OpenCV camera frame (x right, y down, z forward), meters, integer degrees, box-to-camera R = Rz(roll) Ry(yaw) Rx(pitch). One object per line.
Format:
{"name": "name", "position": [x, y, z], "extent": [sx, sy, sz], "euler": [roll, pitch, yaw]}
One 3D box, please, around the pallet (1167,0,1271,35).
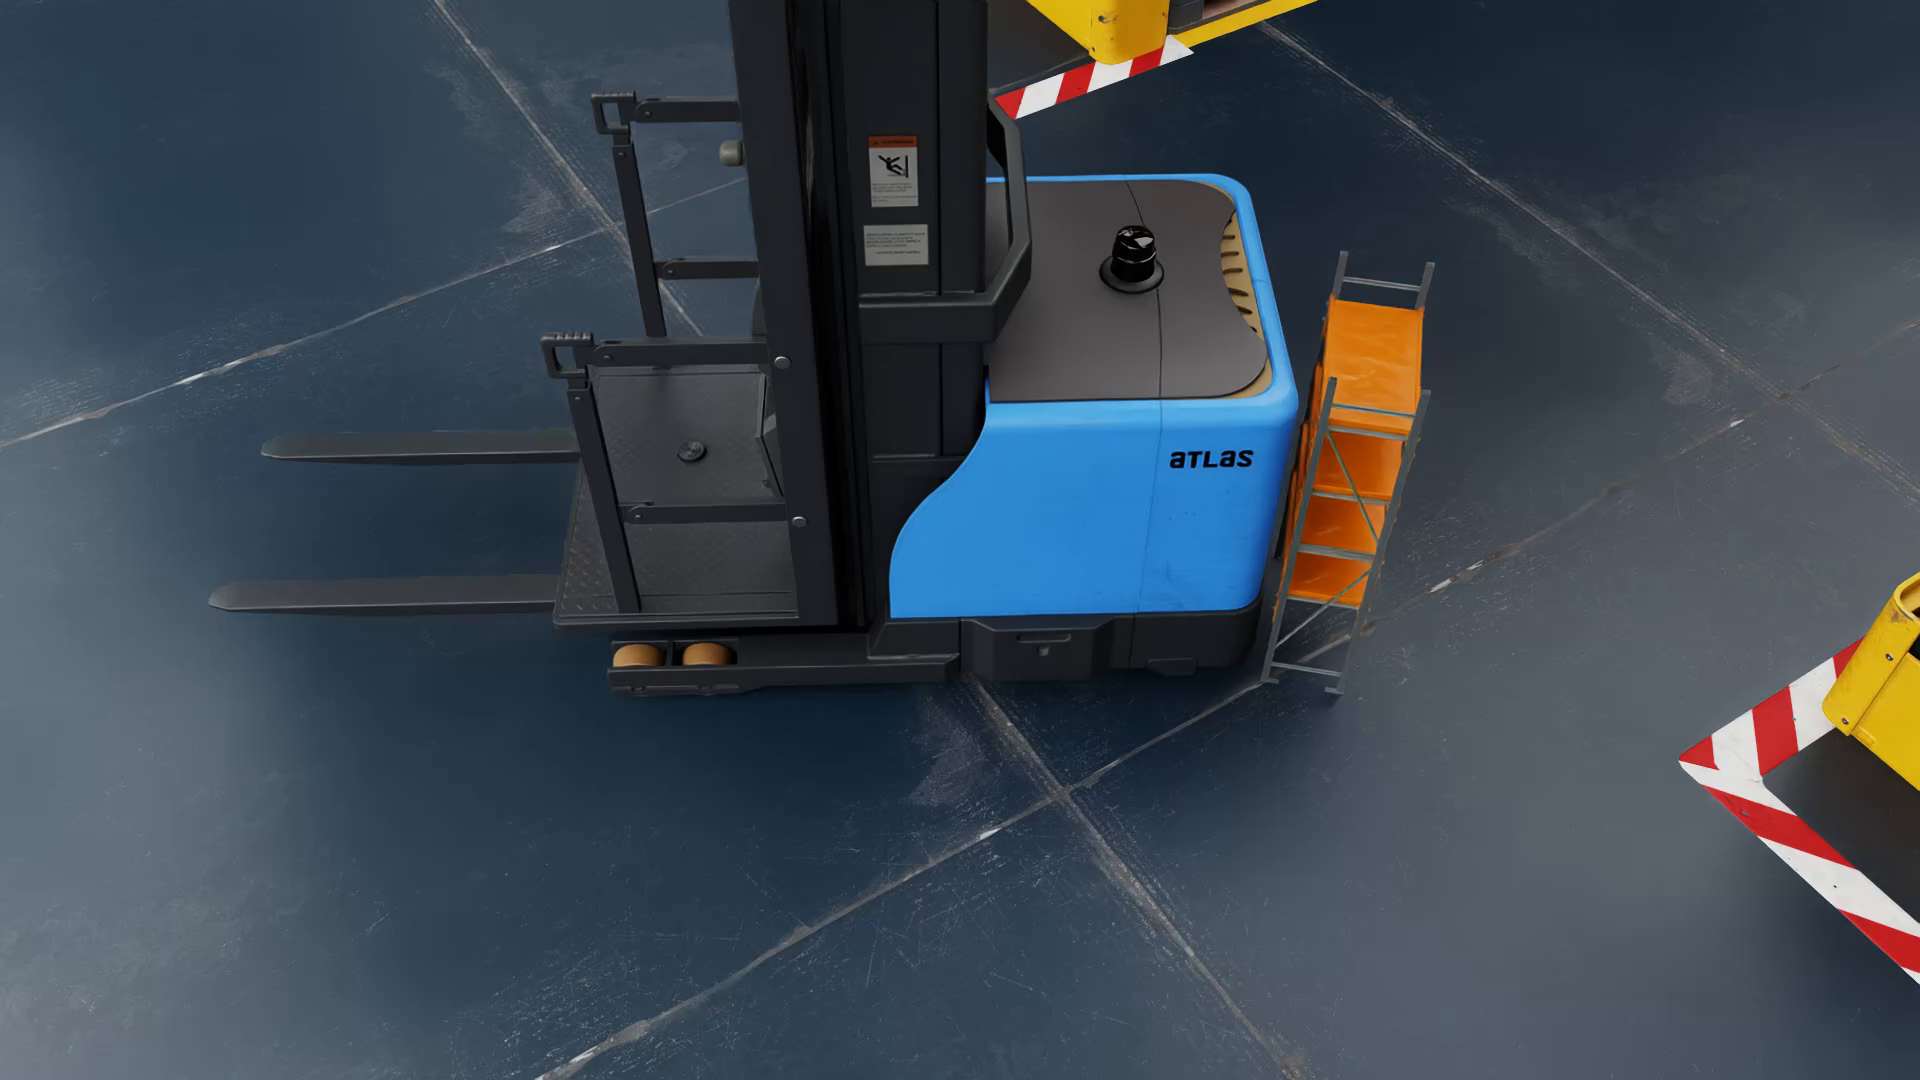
{"name": "pallet", "position": [1.158, -2.802, 7.604], "extent": [1.213, 0.211, 1.003], "euler": [-25, 53, -21]}

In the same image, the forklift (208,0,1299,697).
{"name": "forklift", "position": [-0.662, -0.921, 4.108], "extent": [3.031, 2.935, 1.130], "euler": [-1, 48, -1]}

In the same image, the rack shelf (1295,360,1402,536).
{"name": "rack shelf", "position": [1.052, -0.253, 4.462], "extent": [0.258, 0.148, 0.480], "euler": [9, 49, 8]}

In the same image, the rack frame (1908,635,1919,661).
{"name": "rack frame", "position": [2.948, -0.225, 3.442], "extent": [0.127, 3.000, 1.000], "euler": [-25, 53, -21]}

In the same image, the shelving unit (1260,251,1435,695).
{"name": "shelving unit", "position": [1.051, -0.149, 4.579], "extent": [0.258, 1.200, 0.503], "euler": [9, 49, 8]}

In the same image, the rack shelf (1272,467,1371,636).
{"name": "rack shelf", "position": [1.051, 0.028, 4.777], "extent": [0.258, 0.148, 0.480], "euler": [9, 49, 8]}

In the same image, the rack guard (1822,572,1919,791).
{"name": "rack guard", "position": [2.928, 0.616, 4.367], "extent": [0.348, 0.500, 1.175], "euler": [-25, 53, -21]}

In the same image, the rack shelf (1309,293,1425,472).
{"name": "rack shelf", "position": [1.052, -0.410, 4.285], "extent": [0.258, 0.148, 0.480], "euler": [9, 49, 8]}

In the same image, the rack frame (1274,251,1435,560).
{"name": "rack frame", "position": [1.102, -0.327, 4.738], "extent": [0.240, 1.200, 0.015], "euler": [9, 49, 8]}

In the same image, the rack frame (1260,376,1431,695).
{"name": "rack frame", "position": [1.001, 0.030, 4.420], "extent": [0.240, 1.200, 0.015], "euler": [9, 49, 8]}

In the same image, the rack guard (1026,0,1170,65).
{"name": "rack guard", "position": [0.452, -2.597, 7.228], "extent": [0.348, 0.500, 1.175], "euler": [-25, 53, -21]}

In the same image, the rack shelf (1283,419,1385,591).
{"name": "rack shelf", "position": [1.051, -0.104, 4.629], "extent": [0.258, 0.148, 0.480], "euler": [9, 49, 8]}
